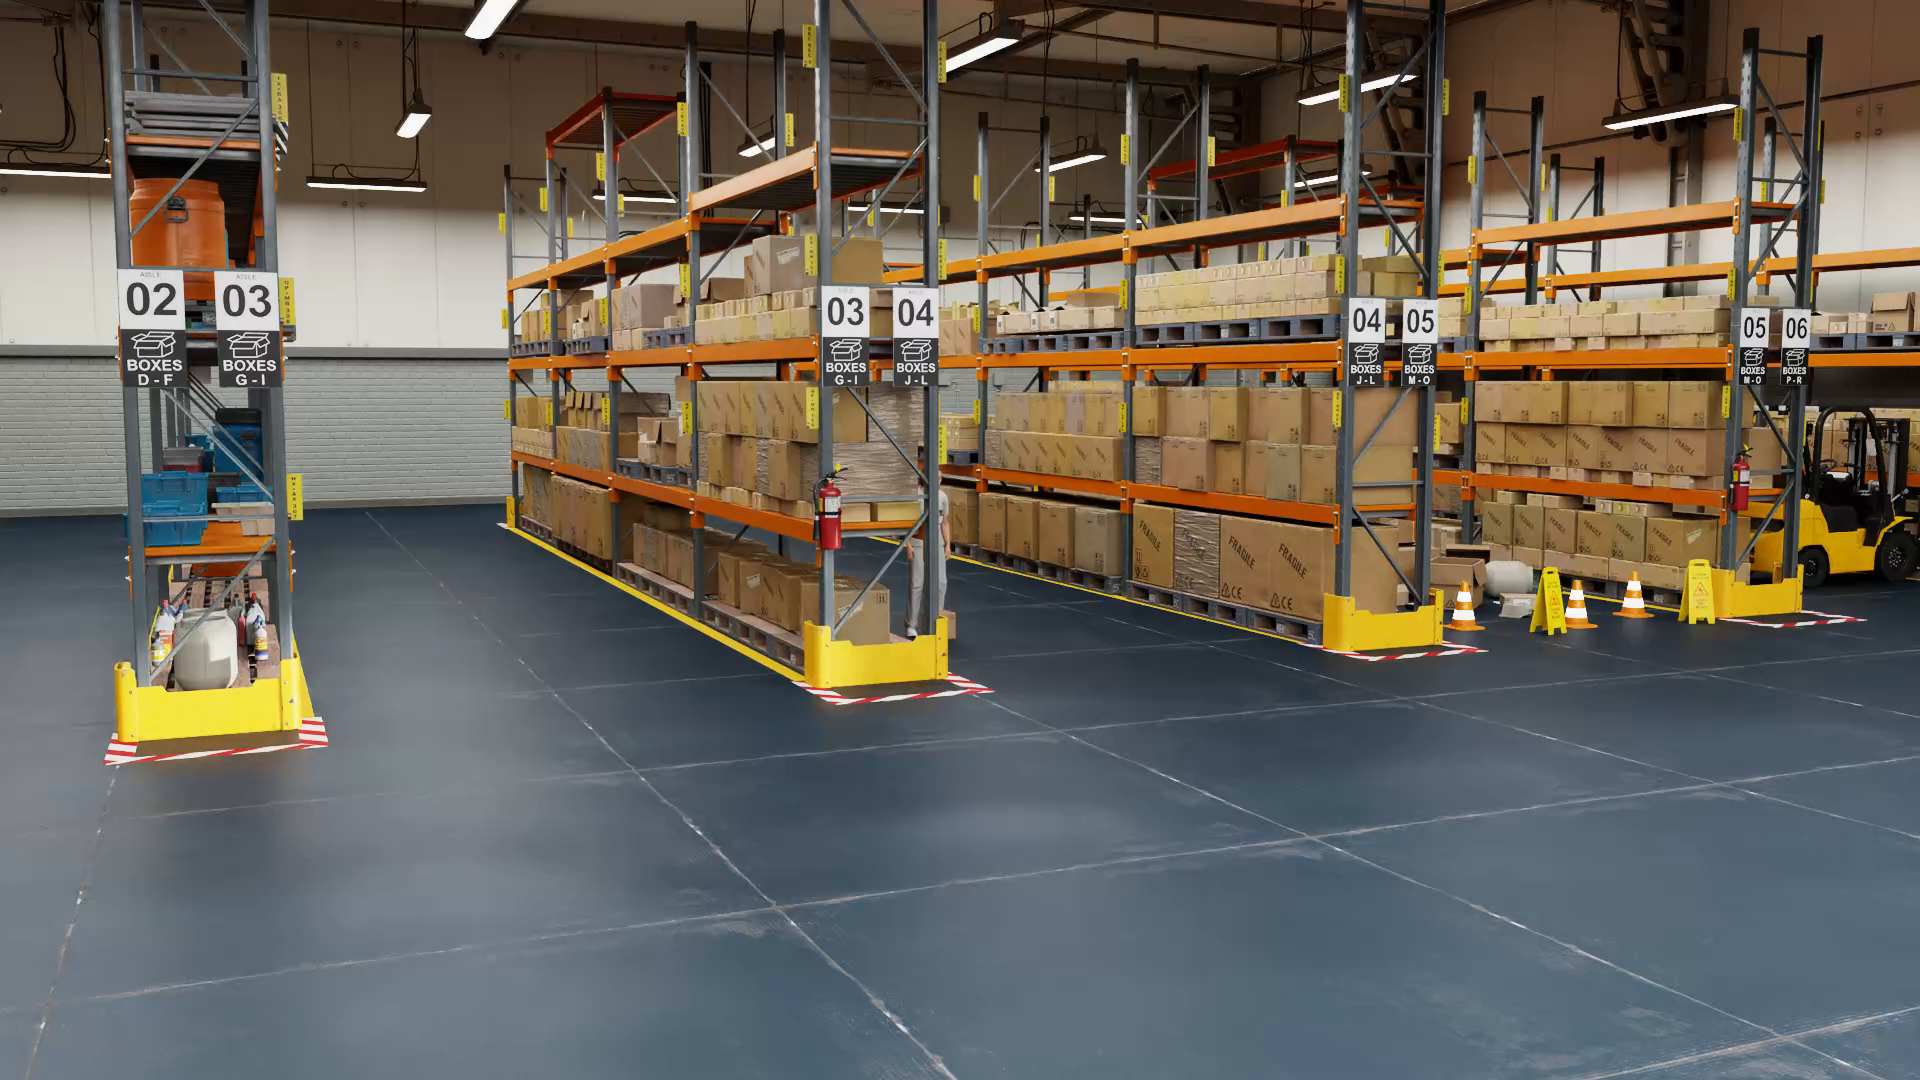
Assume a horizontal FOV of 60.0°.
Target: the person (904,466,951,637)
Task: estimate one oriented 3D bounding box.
[{"bbox_3d":[-0.315,0.085,16.083,0.510,1.671,0.366,-3,6,-27],"label":"person"}]
